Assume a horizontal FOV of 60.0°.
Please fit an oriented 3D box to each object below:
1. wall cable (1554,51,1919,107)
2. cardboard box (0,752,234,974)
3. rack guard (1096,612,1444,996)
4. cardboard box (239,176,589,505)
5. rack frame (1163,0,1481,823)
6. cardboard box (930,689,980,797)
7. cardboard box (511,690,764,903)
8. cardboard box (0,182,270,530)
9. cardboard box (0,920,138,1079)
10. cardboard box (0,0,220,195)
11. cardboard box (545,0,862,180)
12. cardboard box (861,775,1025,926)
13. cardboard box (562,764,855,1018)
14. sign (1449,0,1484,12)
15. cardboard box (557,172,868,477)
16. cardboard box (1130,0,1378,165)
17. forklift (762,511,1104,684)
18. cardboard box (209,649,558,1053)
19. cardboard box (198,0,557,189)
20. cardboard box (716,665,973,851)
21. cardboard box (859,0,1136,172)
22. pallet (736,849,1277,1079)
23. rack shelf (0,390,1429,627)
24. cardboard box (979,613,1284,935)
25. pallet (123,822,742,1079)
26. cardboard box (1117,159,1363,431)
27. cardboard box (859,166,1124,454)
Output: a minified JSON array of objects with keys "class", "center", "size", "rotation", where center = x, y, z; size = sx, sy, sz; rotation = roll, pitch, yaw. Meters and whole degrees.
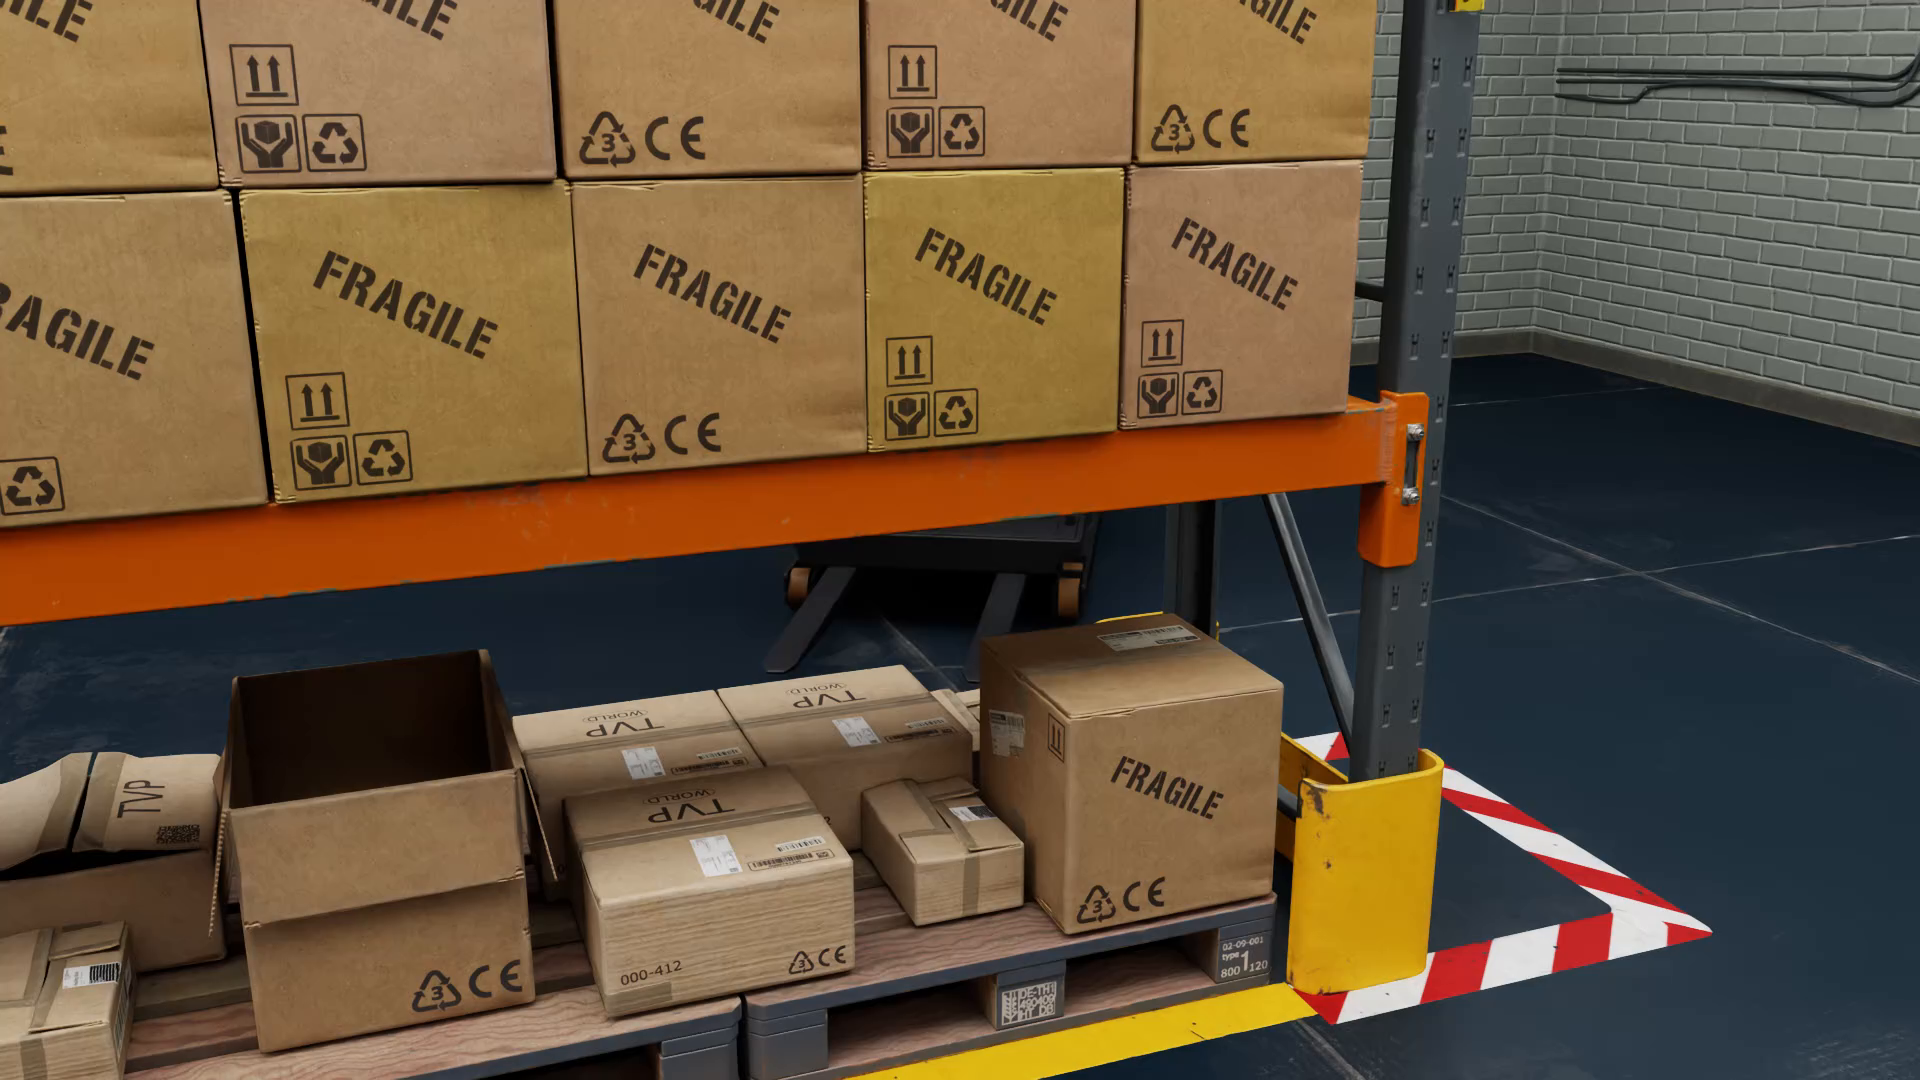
[{"class":"wall cable","center":[4.419,-3.774,9.490],"size":[0.112,2.526,3.097],"rotation":[-6,17,-20]},{"class":"cardboard box","center":[-1.819,0.668,3.490],"size":[0.500,0.311,0.500],"rotation":[-6,17,-20]},{"class":"rack guard","center":[0.715,0.601,4.165],"size":[0.348,0.500,1.175],"rotation":[-6,17,-20]},{"class":"cardboard box","center":[-0.957,-0.385,2.907],"size":[0.500,0.500,0.500],"rotation":[-6,18,-21]},{"class":"rack frame","center":[0.786,-0.606,3.839],"size":[0.127,3.000,1.000],"rotation":[-6,17,-20]},{"class":"cardboard box","center":[0.038,0.519,4.255],"size":[0.250,0.166,0.380],"rotation":[-6,17,-20]},{"class":"cardboard box","center":[-0.758,0.583,3.889],"size":[0.500,0.250,0.500],"rotation":[-6,17,-20]},{"class":"cardboard box","center":[-1.431,-0.333,2.731],"size":[0.500,0.500,0.500],"rotation":[-6,17,-20]},{"class":"cardboard box","center":[-1.676,0.870,3.059],"size":[0.250,0.166,0.380],"rotation":[-6,17,-20]},{"class":"cardboard box","center":[-1.447,-0.808,2.574],"size":[0.500,0.500,0.500],"rotation":[-7,18,-22]},{"class":"cardboard box","center":[-0.486,-0.912,2.929],"size":[0.500,0.500,0.500],"rotation":[-6,17,-19]},{"class":"cardboard box","center":[-0.044,0.679,3.711],"size":[0.250,0.166,0.380],"rotation":[-6,17,-20]},{"class":"cardboard box","center":[-0.532,0.709,3.458],"size":[0.500,0.250,0.500],"rotation":[-6,17,-20]},{"class":"sign","center":[0.965,-1.165,3.128],"size":[0.005,0.325,0.100],"rotation":[-6,17,-20]},{"class":"cardboard box","center":[-0.486,-0.435,3.080],"size":[0.500,0.500,0.500],"rotation":[-6,17,-20]},{"class":"cardboard box","center":[0.468,-1.017,3.285],"size":[0.500,0.500,0.500],"rotation":[-6,18,-21]},{"class":"forklift","center":[-0.057,-1.210,6.017],"size":[1.130,2.935,3.031],"rotation":[2,16,7]},{"class":"cardboard box","center":[-1.197,0.593,3.405],"size":[0.637,0.503,0.797],"rotation":[-6,17,-20]},{"class":"cardboard box","center":[-0.965,-0.860,2.752],"size":[0.500,0.500,0.500],"rotation":[-6,17,-18]},{"class":"cardboard box","center":[-0.291,0.532,4.061],"size":[0.500,0.250,0.500],"rotation":[-6,17,-20]},{"class":"cardboard box","center":[-0.003,-0.966,3.111],"size":[0.500,0.500,0.500],"rotation":[-6,17,-19]},{"class":"pallet","center":[-0.030,0.820,3.932],"size":[1.213,0.211,1.003],"rotation":[-6,17,-20]},{"class":"rack shelf","center":[-1.082,-0.060,3.254],"size":[4.000,0.370,1.077],"rotation":[-6,17,-20]},{"class":"cardboard box","center":[0.366,0.502,3.722],"size":[0.500,0.500,0.500],"rotation":[-6,17,-20]},{"class":"pallet","center":[-1.167,0.942,3.516],"size":[1.213,0.211,1.003],"rotation":[-6,17,-20]},{"class":"cardboard box","center":[0.465,-0.538,3.428],"size":[0.500,0.500,0.500],"rotation":[-6,17,-18]},{"class":"cardboard box","center":[-0.018,-0.484,3.246],"size":[0.500,0.500,0.500],"rotation":[-6,17,-20]}]
